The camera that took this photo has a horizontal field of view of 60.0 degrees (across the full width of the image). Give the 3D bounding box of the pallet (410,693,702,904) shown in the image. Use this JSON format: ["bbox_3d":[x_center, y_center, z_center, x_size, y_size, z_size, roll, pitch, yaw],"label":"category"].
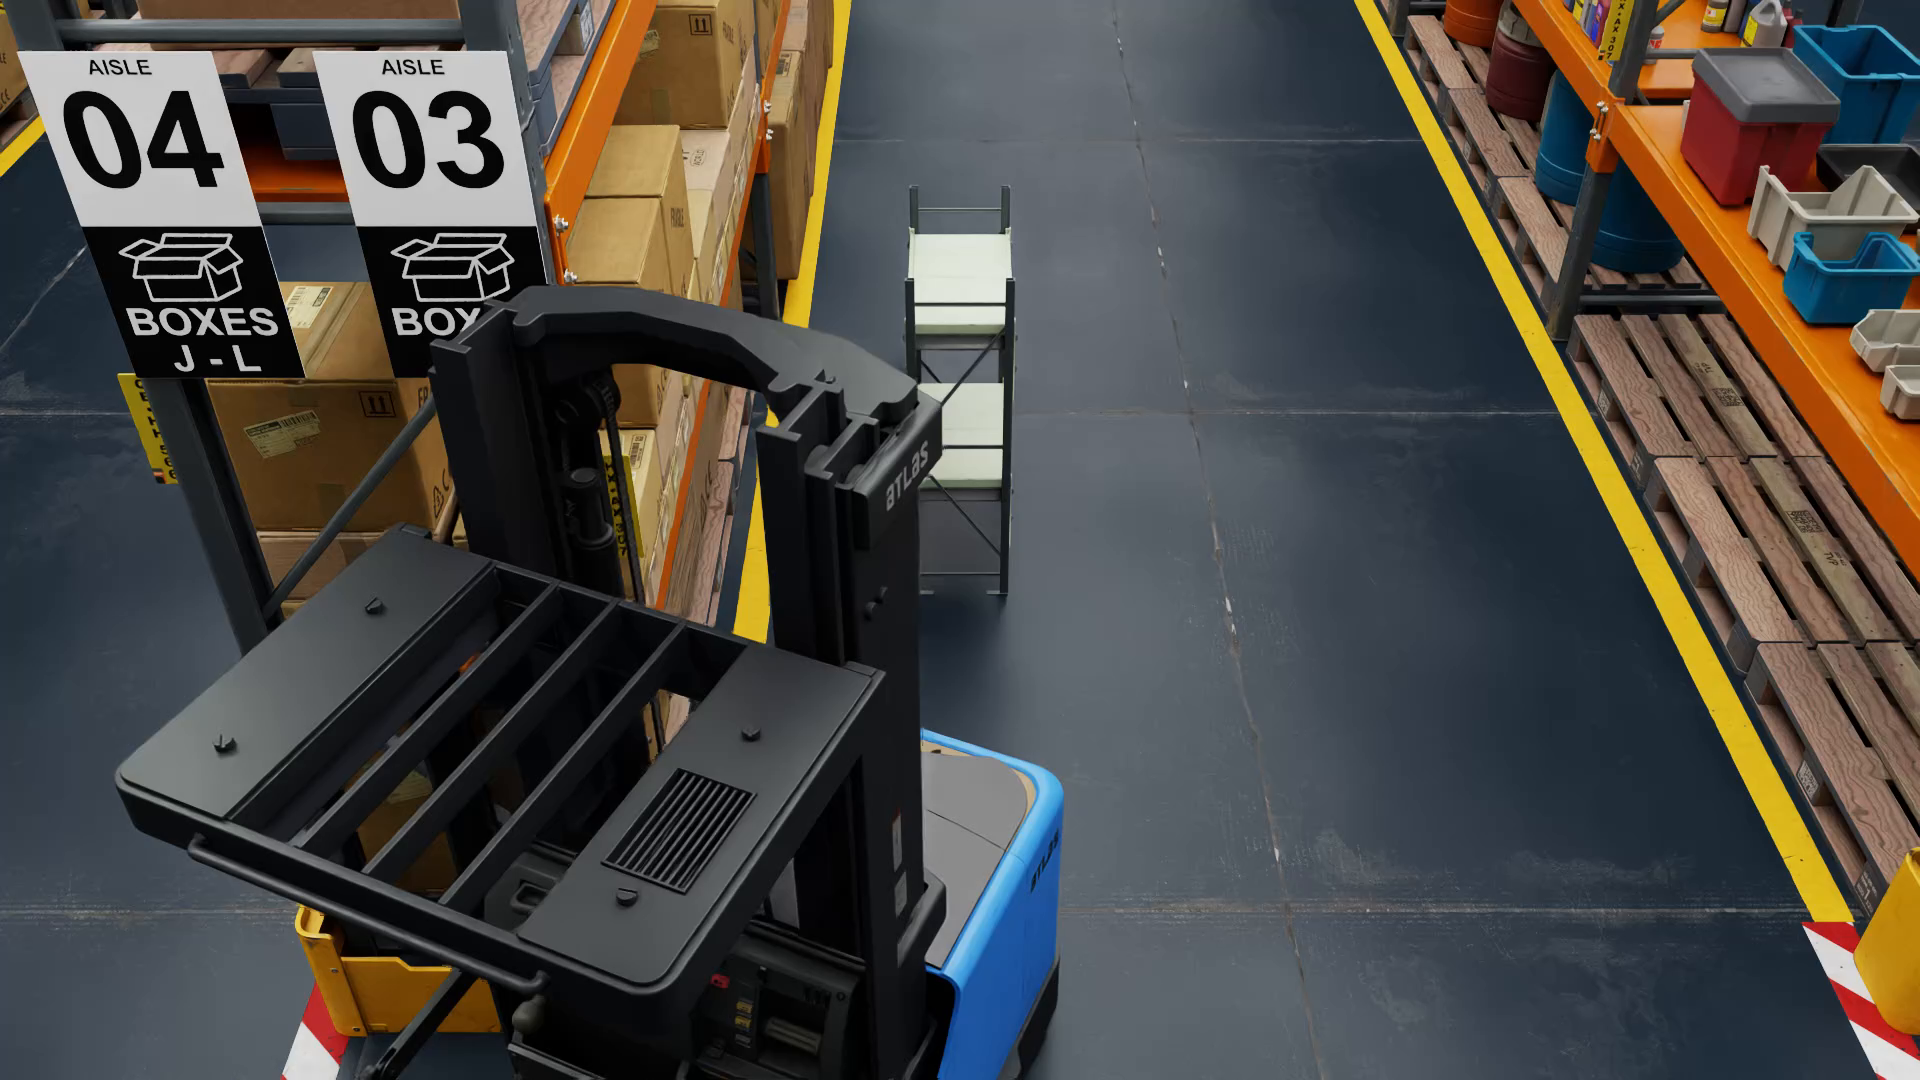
[{"bbox_3d":[-1.500,0.872,5.993,1.003,0.211,1.213,0,39,0],"label":"pallet"}]

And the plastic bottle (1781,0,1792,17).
[{"bbox_3d":[3.954,-2.489,8.050,0.061,0.283,0.133,0,39,0],"label":"plastic bottle"}]

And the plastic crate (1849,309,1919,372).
[{"bbox_3d":[3.321,-0.691,5.876,0.298,0.136,0.250,0,39,0],"label":"plastic crate"}]

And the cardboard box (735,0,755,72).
[{"bbox_3d":[-1.157,-2.281,6.980,0.500,0.500,0.500,1,39,1],"label":"cardboard box"}]

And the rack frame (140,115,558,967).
[{"bbox_3d":[-1.421,0.284,4.498,1.000,3.000,0.127,0,39,0],"label":"rack frame"}]

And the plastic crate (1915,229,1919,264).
[{"bbox_3d":[3.830,-1.053,6.328,0.293,0.136,0.466,0,39,0],"label":"plastic crate"}]

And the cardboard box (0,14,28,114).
[{"bbox_3d":[-6.114,-2.901,10.134,0.500,0.500,0.500,-2,39,-2],"label":"cardboard box"}]

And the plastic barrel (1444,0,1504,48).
[{"bbox_3d":[3.541,-3.734,10.910,0.600,0.830,0.708,0,39,0],"label":"plastic barrel"}]

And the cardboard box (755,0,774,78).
[{"bbox_3d":[-1.176,-2.545,7.947,0.500,0.500,0.500,0,39,0],"label":"cardboard box"}]

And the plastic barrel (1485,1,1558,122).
[{"bbox_3d":[3.542,-2.934,10.104,0.600,0.588,0.708,0,39,0],"label":"plastic barrel"}]

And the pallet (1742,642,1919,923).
[{"bbox_3d":[3.570,0.852,6.018,1.003,0.211,1.213,0,39,0],"label":"pallet"}]

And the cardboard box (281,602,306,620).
[{"bbox_3d":[-1.750,0.159,4.854,0.380,0.149,0.250,1,39,1],"label":"cardboard box"}]

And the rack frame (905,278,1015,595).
[{"bbox_3d":[0.000,-0.361,6.501,0.400,1.500,0.023,0,39,0],"label":"rack frame"}]

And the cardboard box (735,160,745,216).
[{"bbox_3d":[-1.096,-1.447,6.858,0.380,0.149,0.250,1,39,1],"label":"cardboard box"}]

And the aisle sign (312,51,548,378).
[{"bbox_3d":[-1.120,-0.686,3.629,0.394,0.787,0.004,0,39,0],"label":"aisle sign"}]

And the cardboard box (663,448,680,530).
[{"bbox_3d":[-1.093,-0.161,5.253,0.380,0.149,0.250,-1,39,-1],"label":"cardboard box"}]

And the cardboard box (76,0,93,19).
[{"bbox_3d":[-6.128,-3.556,10.952,0.500,0.500,0.500,0,39,0],"label":"cardboard box"}]

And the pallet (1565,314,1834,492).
[{"bbox_3d":[3.567,-0.673,7.922,1.003,0.211,1.213,0,39,0],"label":"pallet"}]

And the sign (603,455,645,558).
[{"bbox_3d":[-0.866,-0.082,4.198,0.100,0.325,0.005,0,39,0],"label":"sign"}]

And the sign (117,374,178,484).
[{"bbox_3d":[-1.963,-0.269,4.072,0.100,0.325,0.005,0,39,0],"label":"sign"}]

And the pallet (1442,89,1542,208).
[{"bbox_3d":[3.564,-2.381,10.052,1.003,0.211,1.213,0,39,0],"label":"pallet"}]

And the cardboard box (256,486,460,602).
[{"bbox_3d":[-1.686,-0.077,4.829,0.500,0.250,0.500,-1,39,-1],"label":"cardboard box"}]

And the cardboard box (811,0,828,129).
[{"bbox_3d":[-1.456,-3.065,10.039,1.225,0.875,0.875,0,39,0],"label":"cardboard box"}]

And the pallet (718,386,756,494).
[{"bbox_3d":[-1.502,-0.654,7.897,1.003,0.211,1.213,0,39,0],"label":"pallet"}]

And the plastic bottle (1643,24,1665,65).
[{"bbox_3d":[3.329,-2.402,8.007,0.097,0.201,0.097,0,39,0],"label":"plastic bottle"}]

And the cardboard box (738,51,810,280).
[{"bbox_3d":[-1.446,-1.953,8.651,1.225,0.875,0.875,0,39,0],"label":"cardboard box"}]

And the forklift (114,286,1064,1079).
[{"bbox_3d":[-0.750,1.075,3.565,1.130,2.935,3.031,16,41,18],"label":"forklift"}]

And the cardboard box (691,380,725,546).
[{"bbox_3d":[-1.503,-0.577,6.935,0.875,0.875,0.875,0,39,0],"label":"cardboard box"}]

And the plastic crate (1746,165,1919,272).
[{"bbox_3d":[3.345,-1.244,6.450,0.437,0.282,0.530,0,39,0],"label":"plastic crate"}]

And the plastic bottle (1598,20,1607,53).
[{"bbox_3d":[3.177,-2.463,8.083,0.097,0.201,0.097,0,39,0],"label":"plastic bottle"}]

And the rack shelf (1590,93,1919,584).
[{"bbox_3d":[3.530,-0.690,6.288,1.077,0.370,4.000,0,39,0],"label":"rack shelf"}]

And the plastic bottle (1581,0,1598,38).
[{"bbox_3d":[3.204,-2.648,8.254,0.152,0.276,0.135,0,39,0],"label":"plastic bottle"}]

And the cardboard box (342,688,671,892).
[{"bbox_3d":[-1.501,0.549,5.530,0.875,0.875,0.875,0,39,0],"label":"cardboard box"}]

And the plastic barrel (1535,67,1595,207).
[{"bbox_3d":[3.543,-2.349,9.125,0.600,0.901,0.708,0,39,0],"label":"plastic barrel"}]

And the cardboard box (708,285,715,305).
[{"bbox_3d":[-1.094,-0.803,6.054,0.380,0.149,0.250,-1,39,-1],"label":"cardboard box"}]

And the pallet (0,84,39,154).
[{"bbox_3d":[-6.392,-2.441,10.127,1.003,0.211,1.213,0,39,0],"label":"pallet"}]

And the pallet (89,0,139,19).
[{"bbox_3d":[-6.315,-4.184,12.302,1.003,0.211,1.213,0,39,0],"label":"pallet"}]

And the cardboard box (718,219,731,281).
[{"bbox_3d":[-1.095,-1.126,6.457,0.380,0.149,0.250,-1,39,-1],"label":"cardboard box"}]

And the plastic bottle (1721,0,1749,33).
[{"bbox_3d":[3.908,-2.692,8.309,0.152,0.276,0.135,0,39,0],"label":"plastic bottle"}]

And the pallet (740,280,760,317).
[{"bbox_3d":[-1.501,-1.612,9.093,1.003,0.211,1.213,0,39,0],"label":"pallet"}]

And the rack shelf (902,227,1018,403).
[{"bbox_3d":[0.000,-0.894,6.542,0.431,0.370,0.720,0,39,0],"label":"rack shelf"}]

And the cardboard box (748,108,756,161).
[{"bbox_3d":[-1.097,-1.768,7.258,0.380,0.149,0.250,1,39,1],"label":"cardboard box"}]

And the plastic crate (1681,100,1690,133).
[{"bbox_3d":[3.385,-1.851,7.324,0.396,0.136,0.243,0,39,0],"label":"plastic crate"}]

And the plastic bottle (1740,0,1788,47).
[{"bbox_3d":[3.851,-2.448,7.945,0.144,0.351,0.185,0,39,0],"label":"plastic bottle"}]

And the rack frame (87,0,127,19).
[{"bbox_3d":[-6.390,-4.779,10.815,1.000,3.000,0.127,0,39,0],"label":"rack frame"}]

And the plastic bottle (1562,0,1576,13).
[{"bbox_3d":[3.199,-2.892,8.500,0.144,0.351,0.185,0,39,0],"label":"plastic bottle"}]

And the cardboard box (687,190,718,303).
[{"bbox_3d":[-1.161,-1.040,6.031,0.500,0.250,0.500,-1,39,-1],"label":"cardboard box"}]

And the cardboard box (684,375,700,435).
[{"bbox_3d":[-1.094,-0.483,5.655,0.380,0.149,0.250,-1,39,-1],"label":"cardboard box"}]

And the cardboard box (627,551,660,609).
[{"bbox_3d":[-1.091,0.159,4.853,0.380,0.149,0.250,0,39,0],"label":"cardboard box"}]

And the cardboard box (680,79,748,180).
[{"bbox_3d":[-1.159,-1.676,6.825,0.500,0.250,0.500,1,39,1],"label":"cardboard box"}]

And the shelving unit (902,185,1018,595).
[{"bbox_3d":[0.000,-0.589,6.786,0.431,1.500,0.755,0,39,0],"label":"shelving unit"}]

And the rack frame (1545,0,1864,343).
[{"bbox_3d":[3.528,-2.221,7.623,1.000,3.000,0.127,0,39,0],"label":"rack frame"}]

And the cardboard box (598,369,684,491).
[{"bbox_3d":[-1.158,-0.399,5.232,0.500,0.250,0.500,0,39,-1],"label":"cardboard box"}]

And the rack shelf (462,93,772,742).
[{"bbox_3d":[-1.423,-0.686,6.283,1.077,0.370,4.000,0,39,0],"label":"rack shelf"}]

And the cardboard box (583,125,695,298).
[{"bbox_3d":[-1.158,-1.004,5.386,0.500,0.500,0.500,-1,39,-1],"label":"cardboard box"}]

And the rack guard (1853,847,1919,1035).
[{"bbox_3d":[3.545,1.270,5.265,1.175,0.500,0.348,0,39,0],"label":"rack guard"}]
